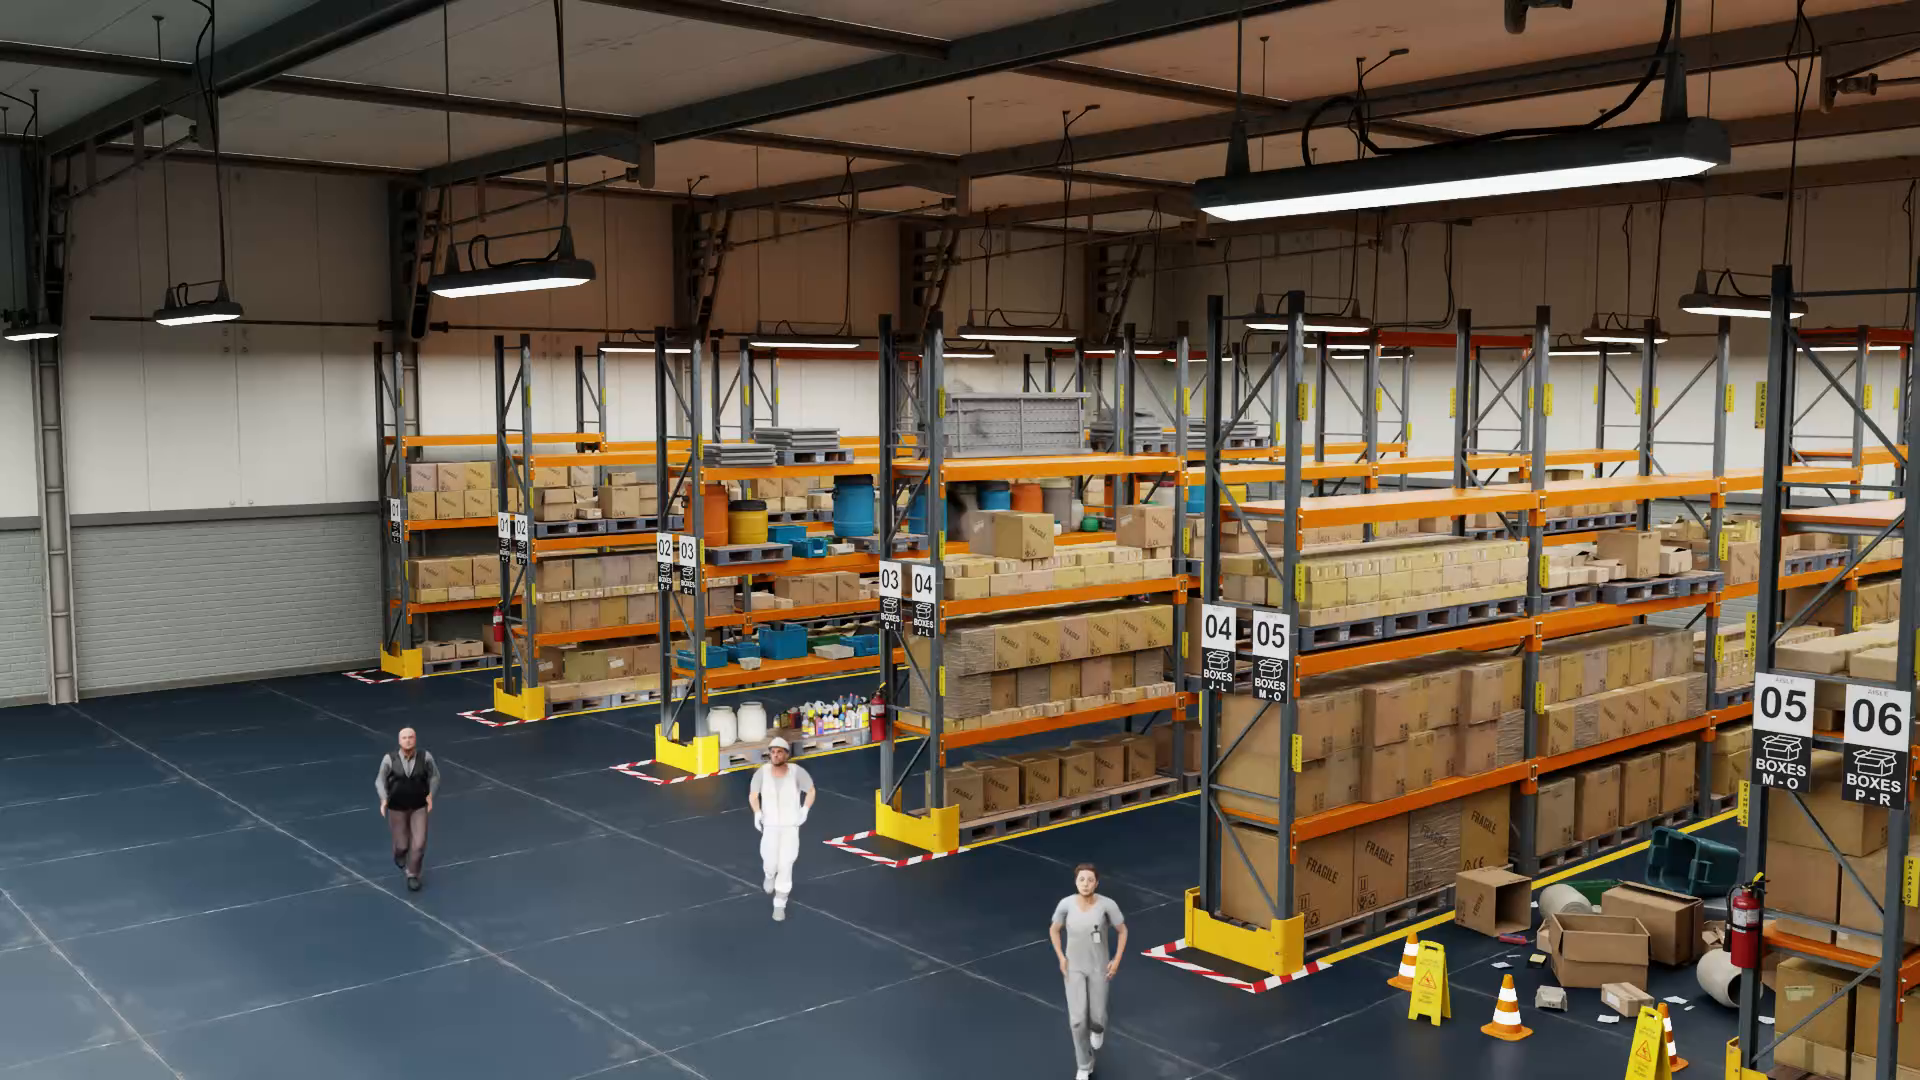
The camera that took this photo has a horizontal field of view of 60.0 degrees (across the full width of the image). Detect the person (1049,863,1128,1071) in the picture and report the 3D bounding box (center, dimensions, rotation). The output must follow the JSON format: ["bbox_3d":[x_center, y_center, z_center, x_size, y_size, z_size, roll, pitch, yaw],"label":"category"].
[{"bbox_3d":[0.965,3.195,12.542,0.590,1.545,0.566,1,5,7],"label":"person"}]

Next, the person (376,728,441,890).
[{"bbox_3d":[-5.736,2.764,17.316,0.647,1.675,0.637,-2,6,-21],"label":"person"}]

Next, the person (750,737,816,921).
[{"bbox_3d":[-1.751,2.807,16.433,0.657,1.762,0.700,0,5,0],"label":"person"}]
